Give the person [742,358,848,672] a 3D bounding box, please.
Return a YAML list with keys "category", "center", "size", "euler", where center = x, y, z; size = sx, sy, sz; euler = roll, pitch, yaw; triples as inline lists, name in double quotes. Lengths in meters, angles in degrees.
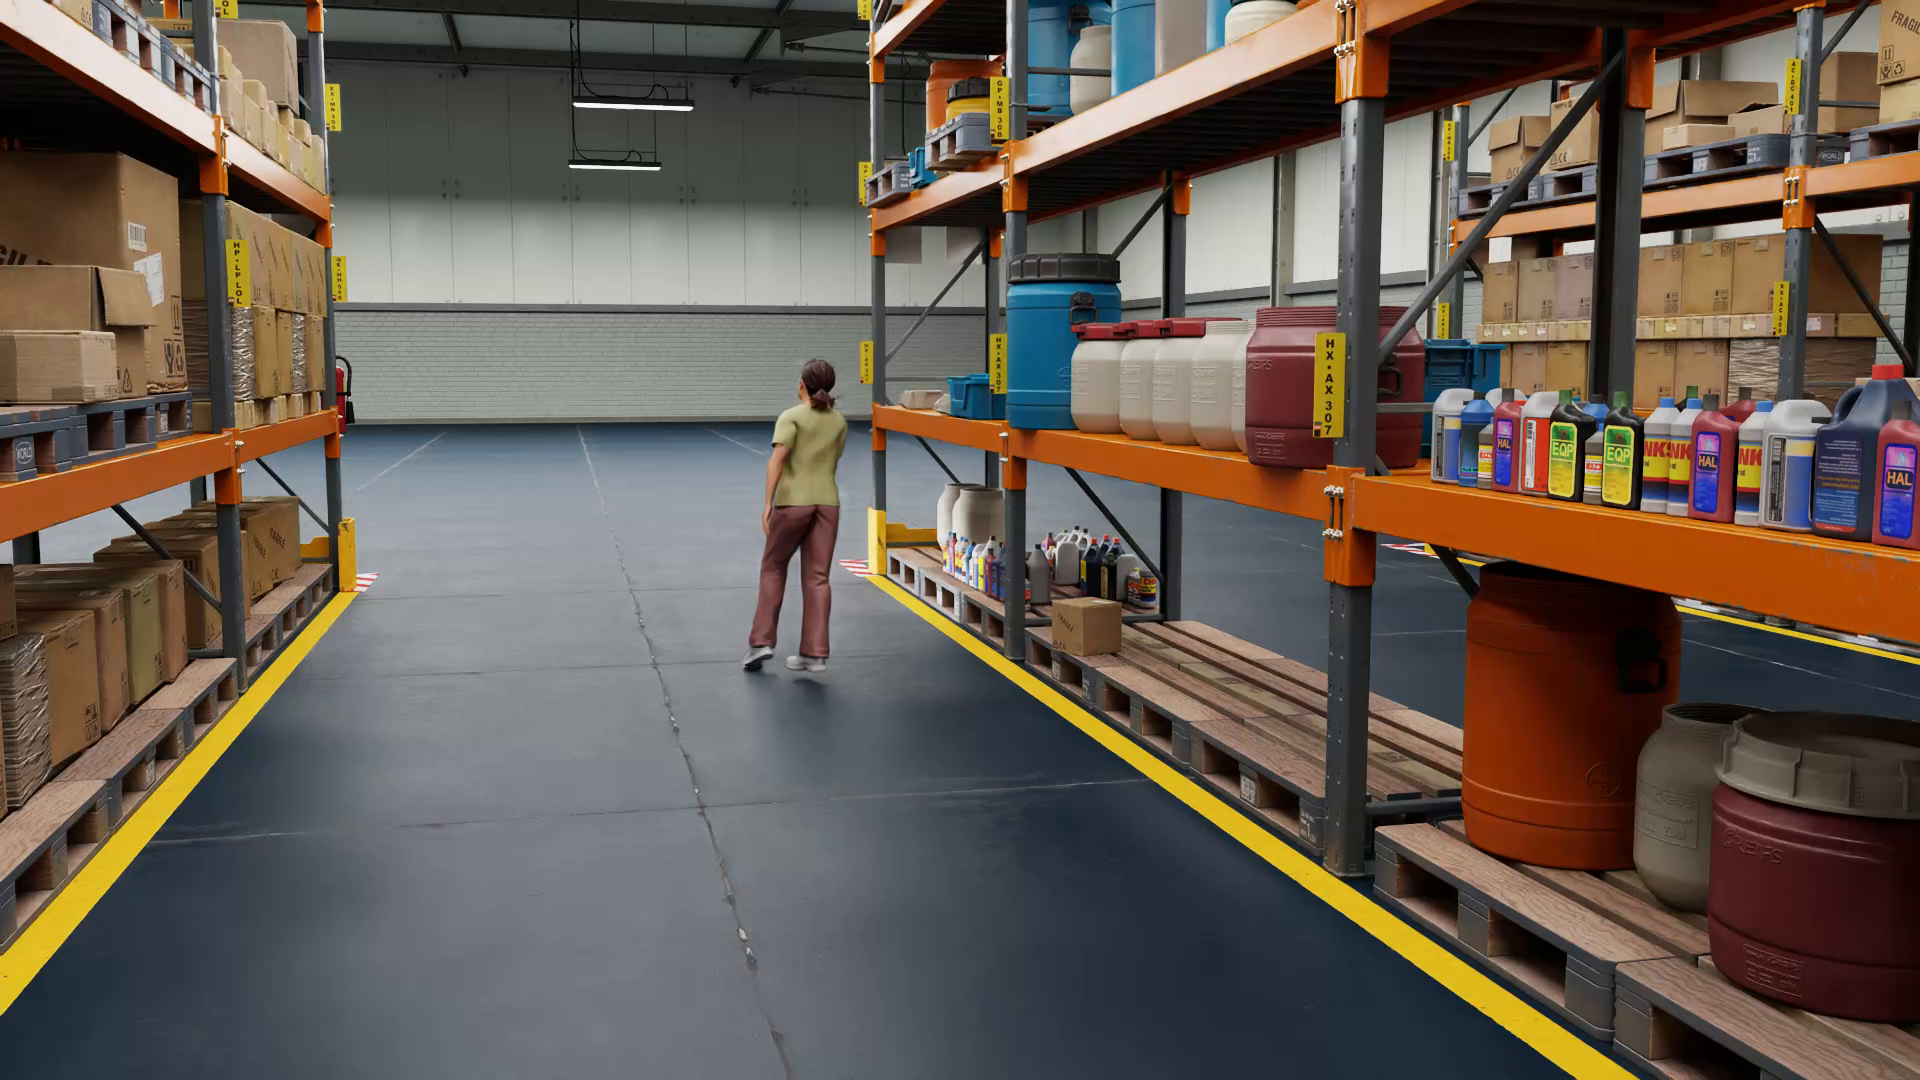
- category: "person"
  center: [-0.863, -0.119, 8.839]
  size: [0.552, 1.682, 0.716]
  euler: [-3, 7, -27]
